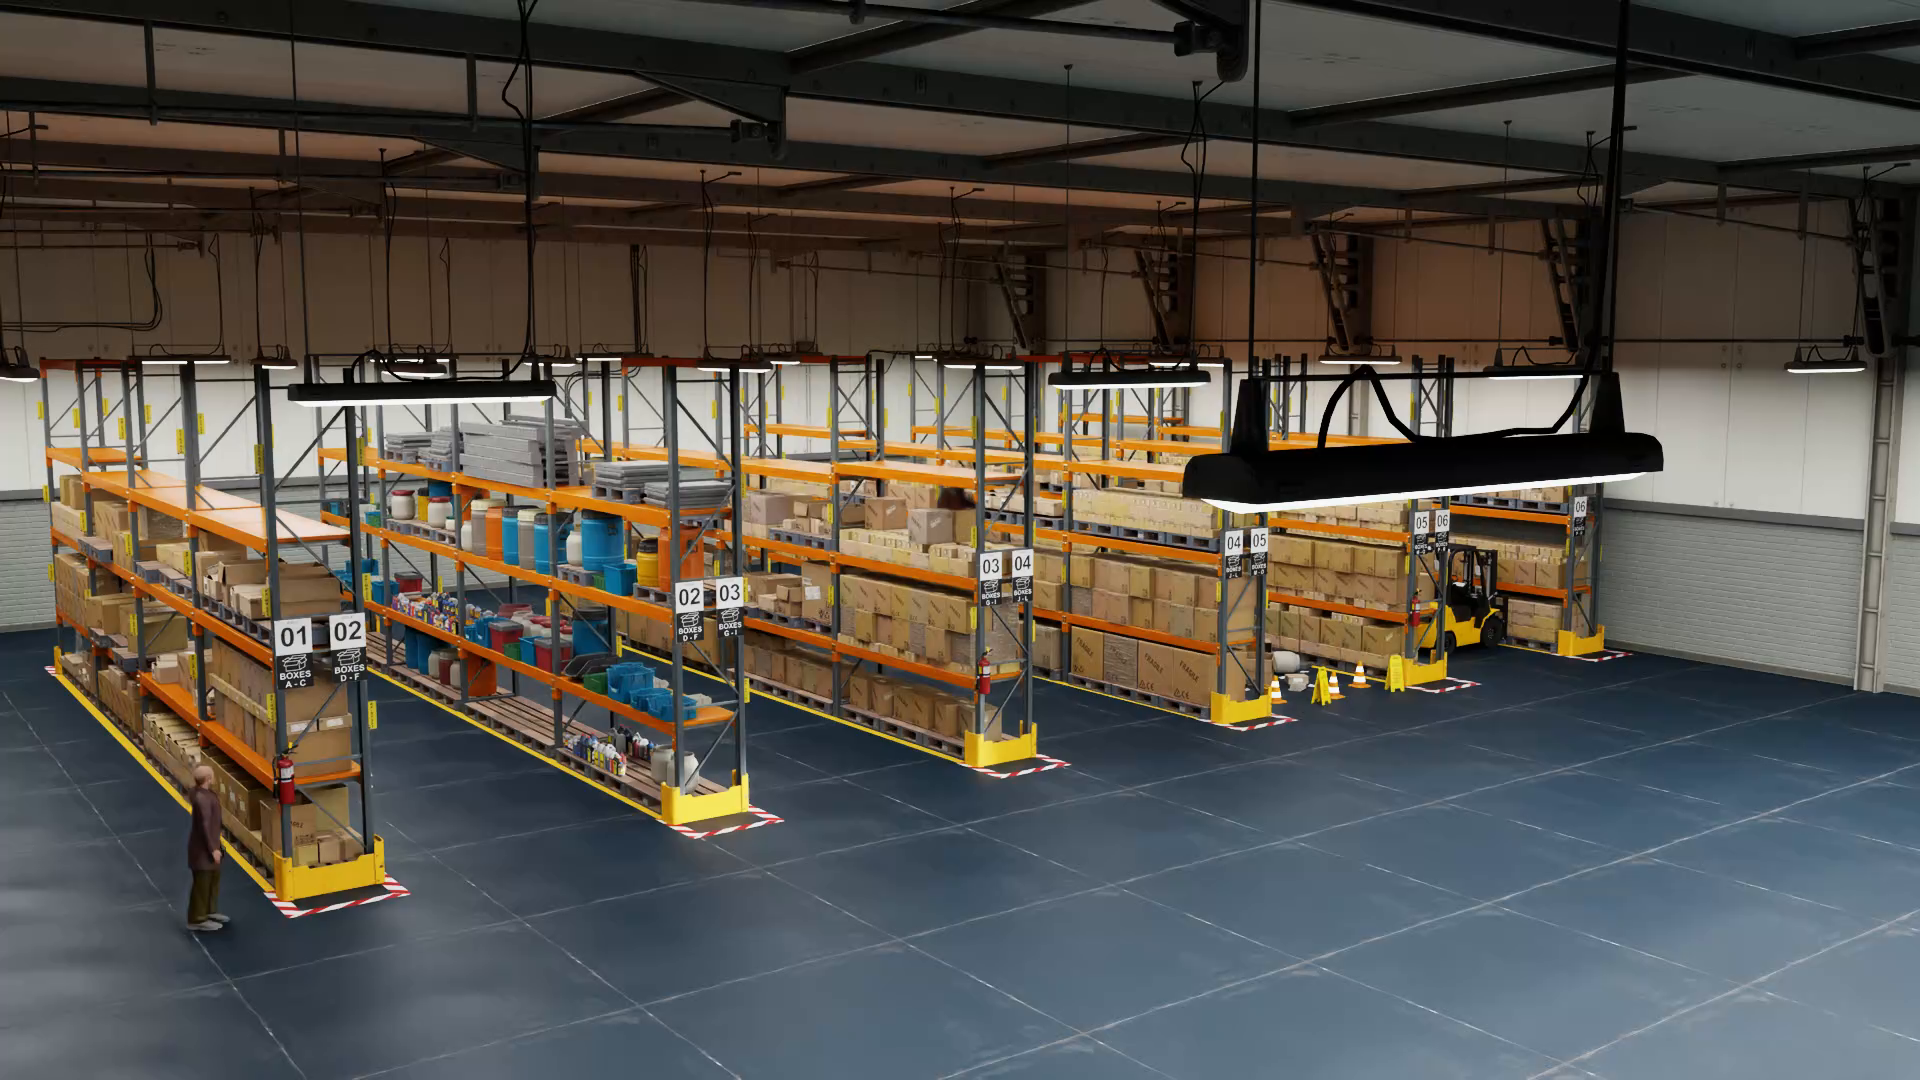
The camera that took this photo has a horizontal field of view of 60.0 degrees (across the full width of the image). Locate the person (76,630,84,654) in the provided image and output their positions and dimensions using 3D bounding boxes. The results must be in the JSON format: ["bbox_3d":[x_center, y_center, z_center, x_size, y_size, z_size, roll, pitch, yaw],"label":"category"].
[{"bbox_3d":[-17.399,1.482,33.104,0.539,1.781,0.420,-4,8,-33],"label":"person"}]

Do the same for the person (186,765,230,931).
[{"bbox_3d":[-8.158,3.303,17.951,0.422,1.794,0.620,-2,7,-16],"label":"person"}]

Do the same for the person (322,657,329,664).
[{"bbox_3d":[-11.865,1.756,31.221,0.521,1.650,0.770,-2,7,-17],"label":"person"}]
